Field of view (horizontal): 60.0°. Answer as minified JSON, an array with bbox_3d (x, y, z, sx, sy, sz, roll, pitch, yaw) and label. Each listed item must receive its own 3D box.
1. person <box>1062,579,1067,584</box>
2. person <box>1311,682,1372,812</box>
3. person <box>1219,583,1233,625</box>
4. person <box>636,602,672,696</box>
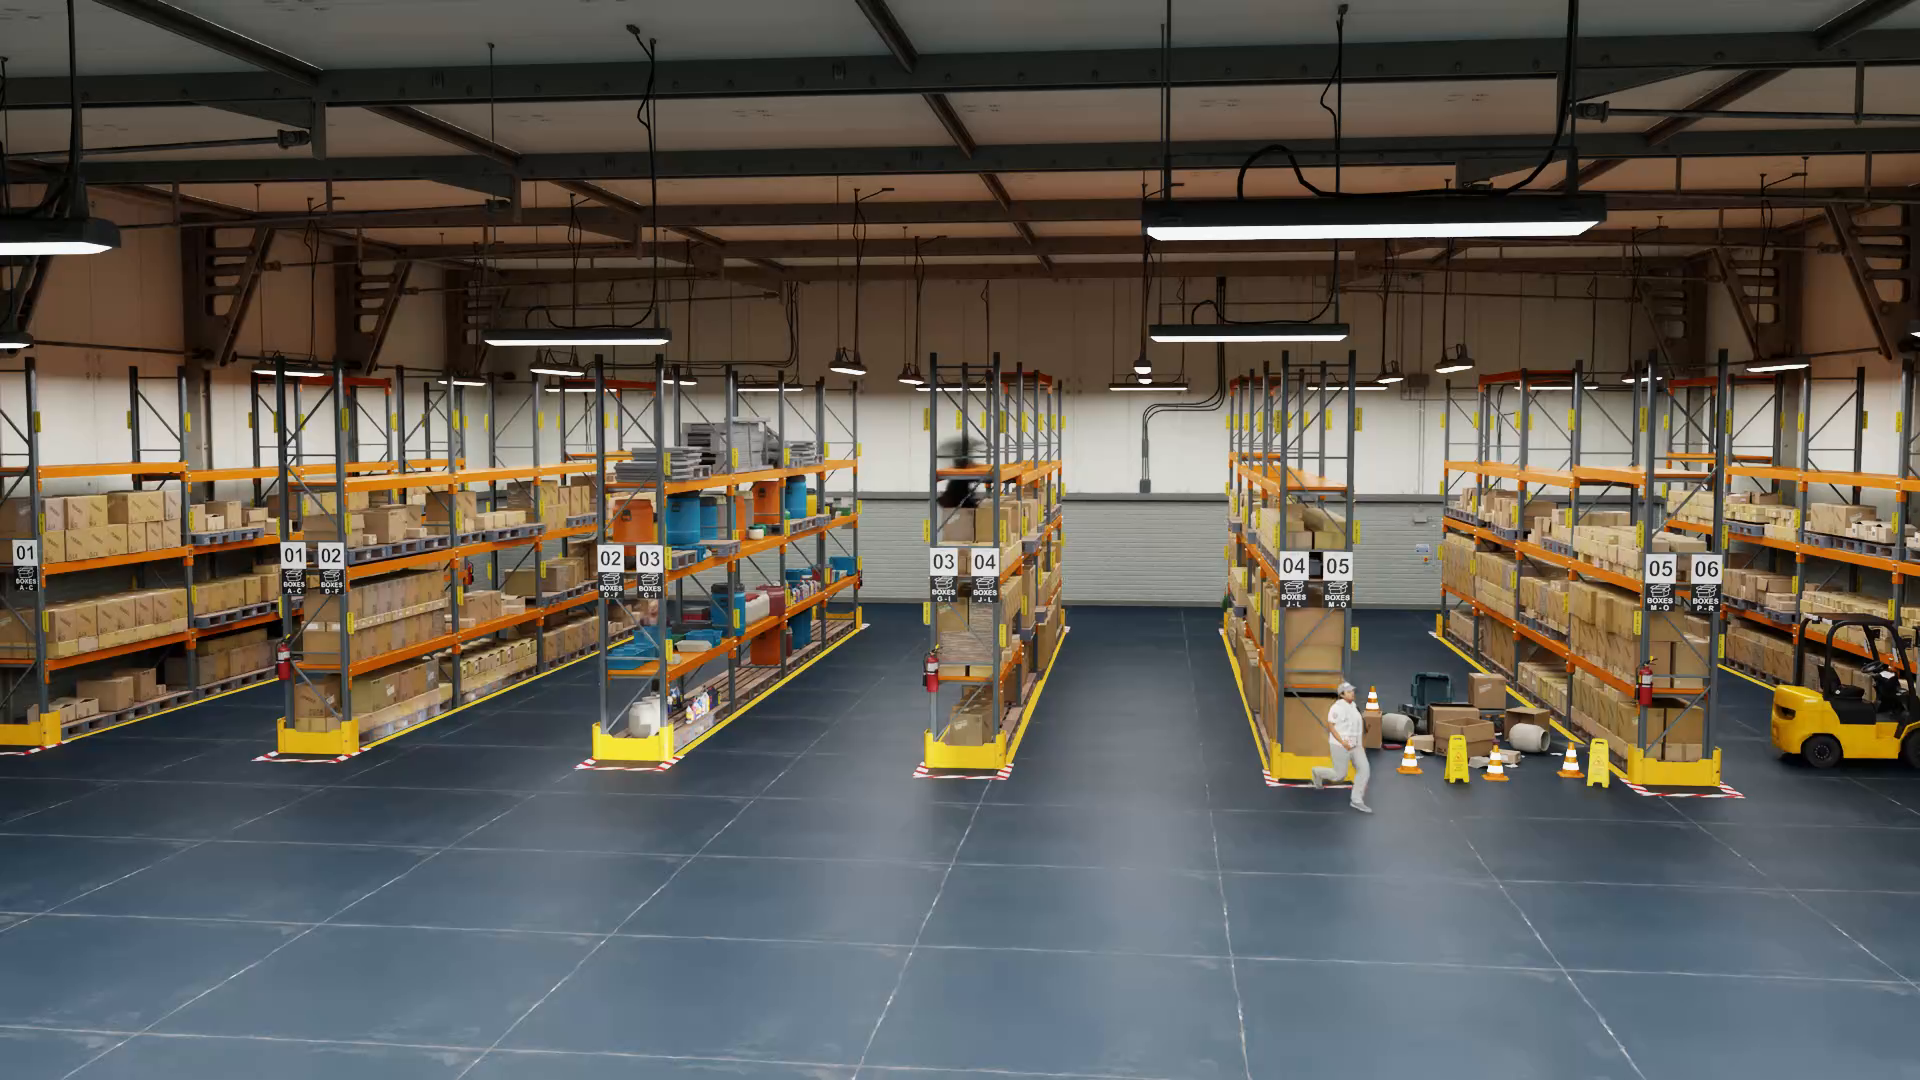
[{"bbox_3d":[2.303,1.271,40.873,0.585,1.670,0.669,3,5,32],"label":"person"},{"bbox_3d":[4.963,2.657,21.518,0.603,1.643,0.830,-3,5,-40],"label":"person"},{"bbox_3d":[6.626,1.275,40.622,0.697,1.702,0.728,2,4,22],"label":"person"},{"bbox_3d":[-5.608,1.990,30.453,0.714,1.734,0.634,0,4,1],"label":"person"}]
